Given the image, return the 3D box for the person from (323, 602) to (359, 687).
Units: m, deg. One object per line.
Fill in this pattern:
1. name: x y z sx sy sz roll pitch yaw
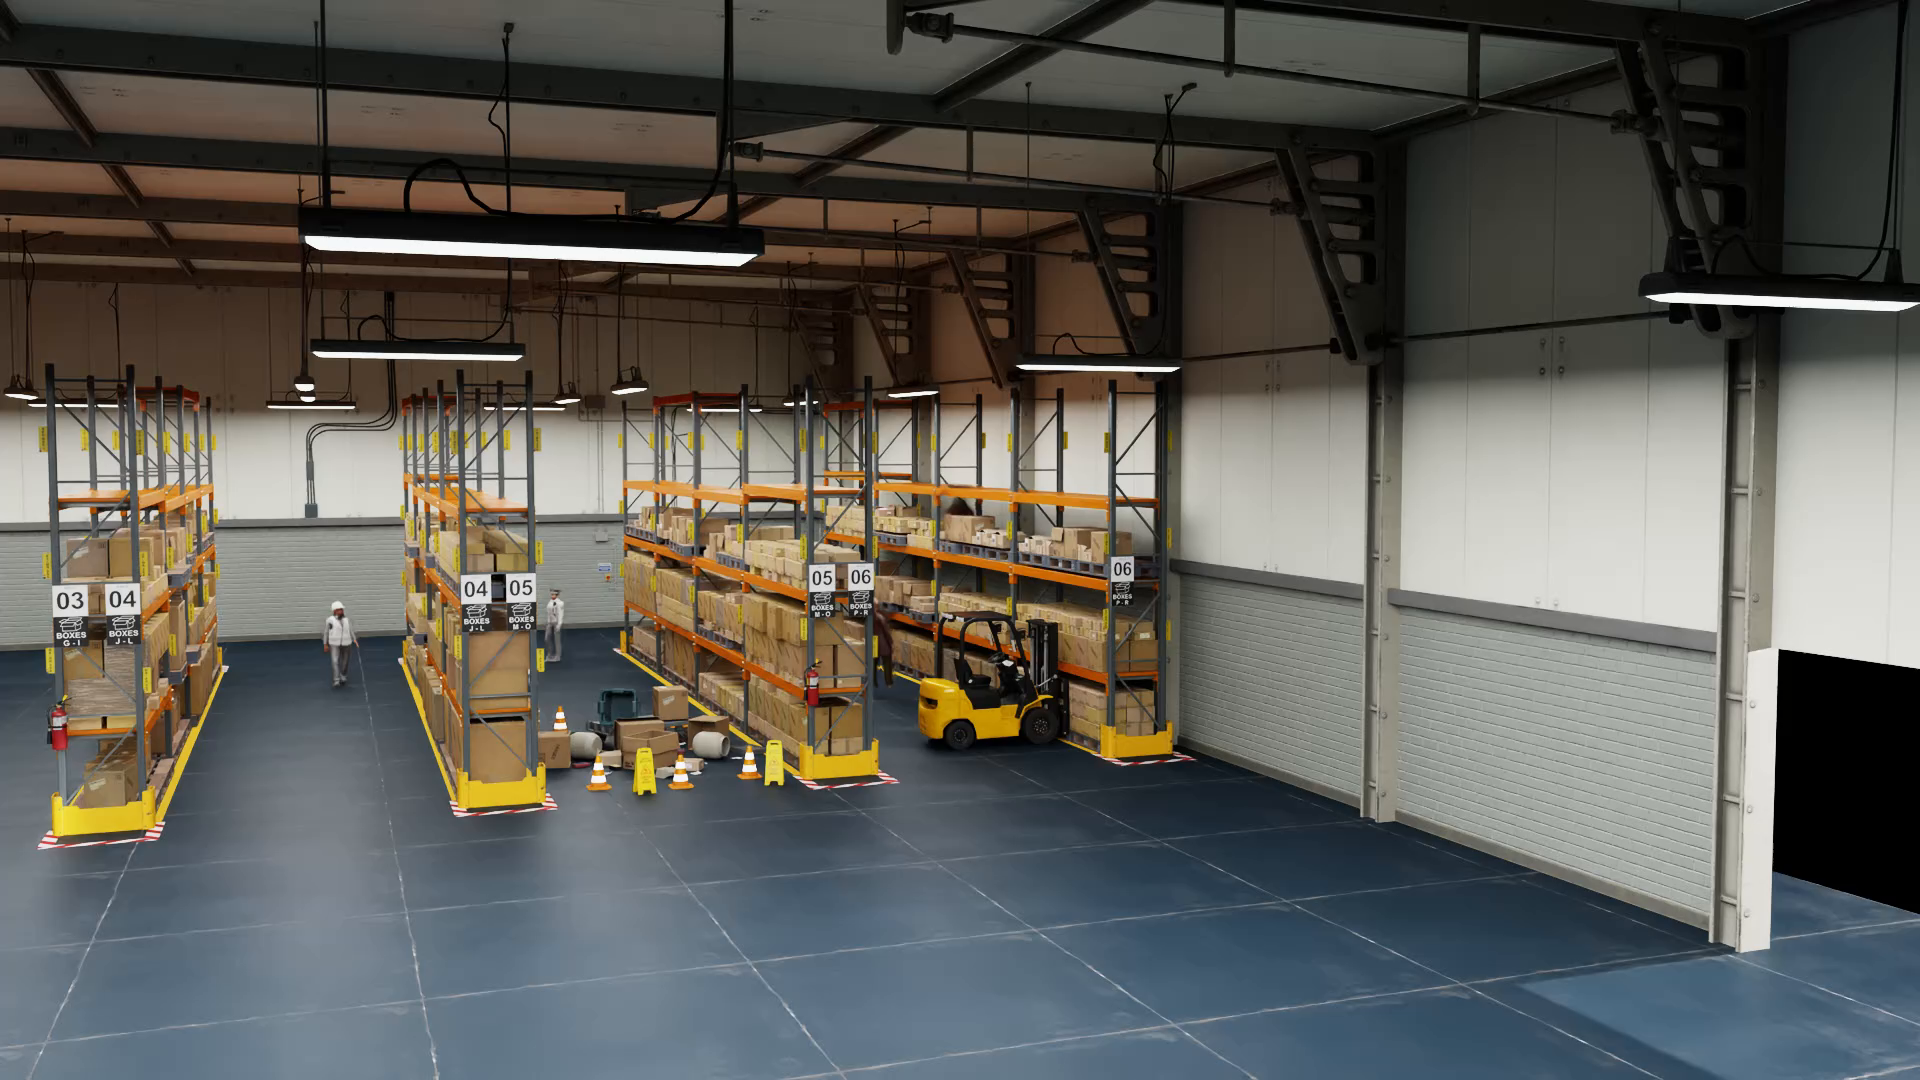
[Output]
1. person: -12.730 2.132 34.185 0.676 1.726 1.045 -1 4 -23

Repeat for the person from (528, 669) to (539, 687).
1. person: -8.992 2.107 34.288 0.460 1.791 0.563 -3 4 -40

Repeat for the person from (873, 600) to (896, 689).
1. person: -1.559 2.062 32.930 0.639 1.761 0.500 2 4 31

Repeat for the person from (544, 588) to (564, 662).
1. person: -9.309 1.972 38.106 0.544 1.732 0.370 2 4 34
